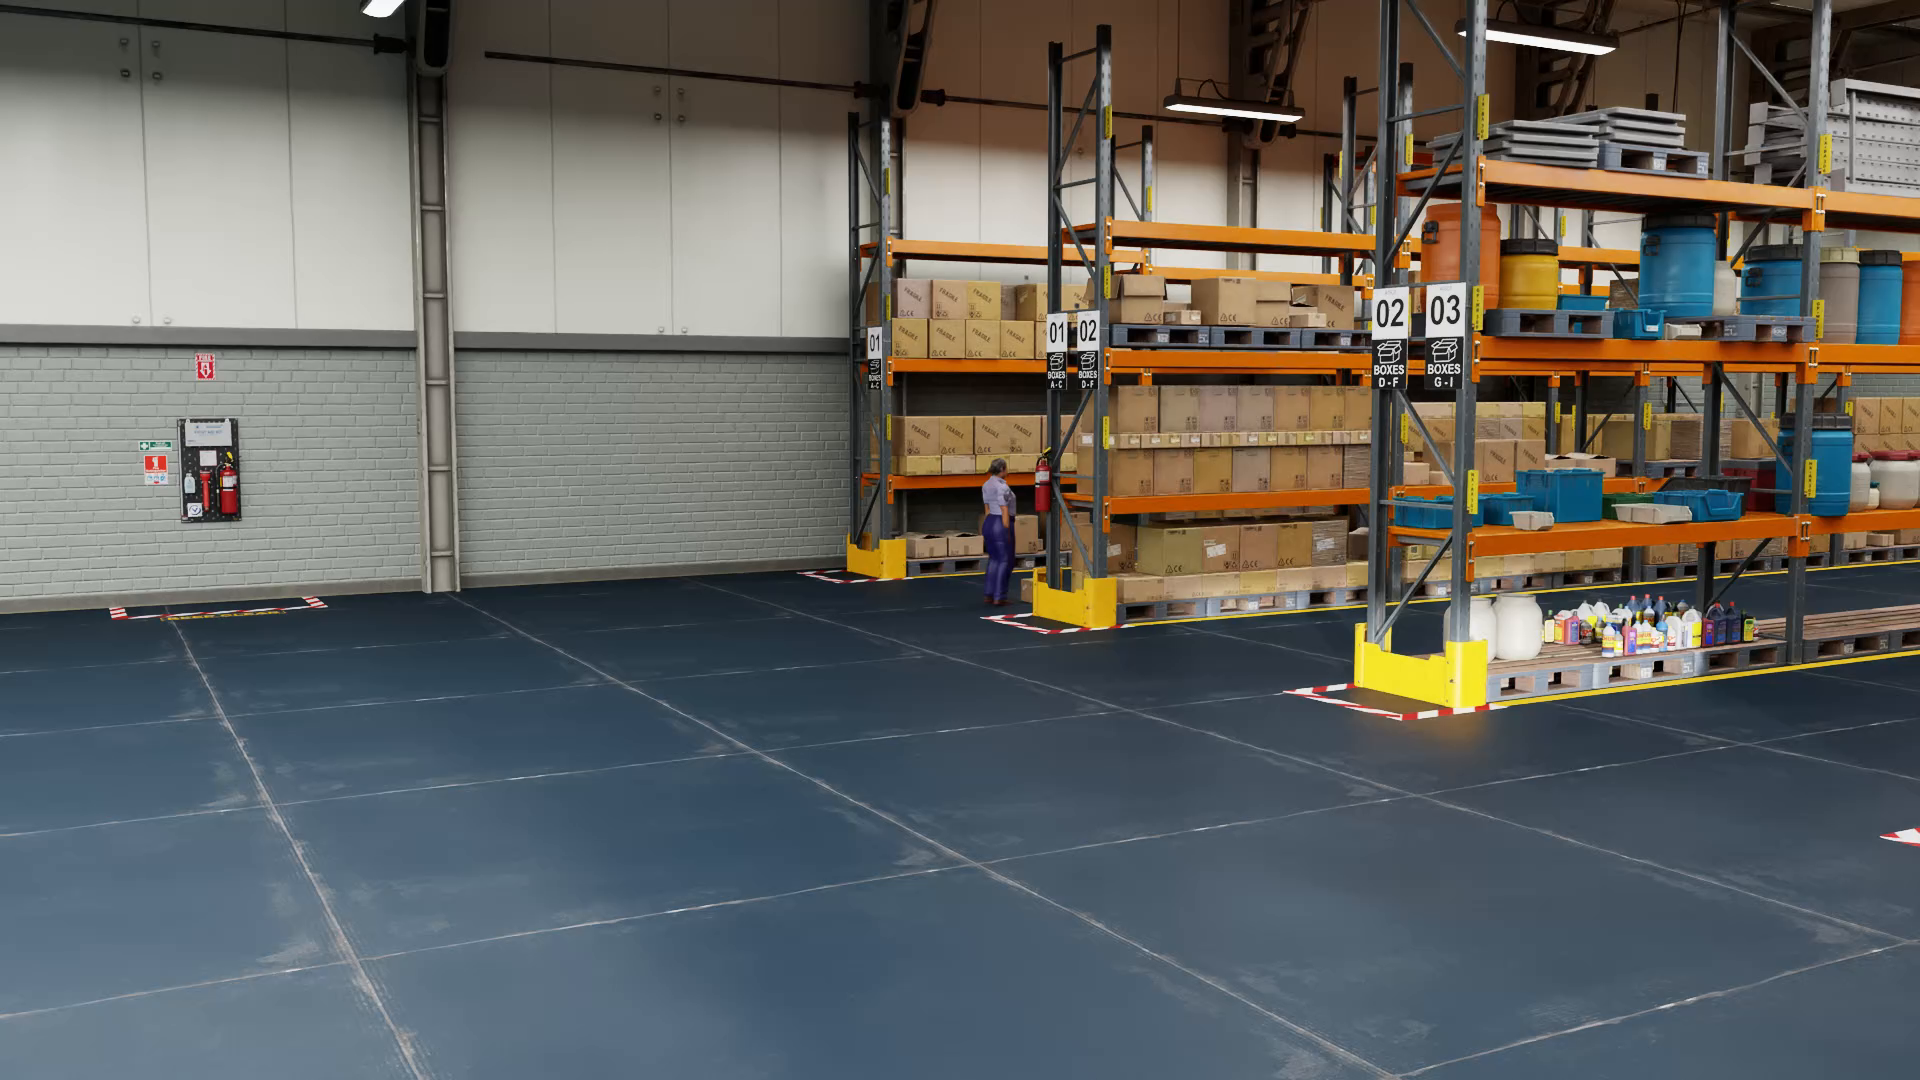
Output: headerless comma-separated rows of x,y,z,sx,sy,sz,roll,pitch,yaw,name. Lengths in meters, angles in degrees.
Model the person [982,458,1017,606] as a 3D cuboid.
0.439,-0.095,18.713,0.341,1.648,0.470,-3,6,-27,person
